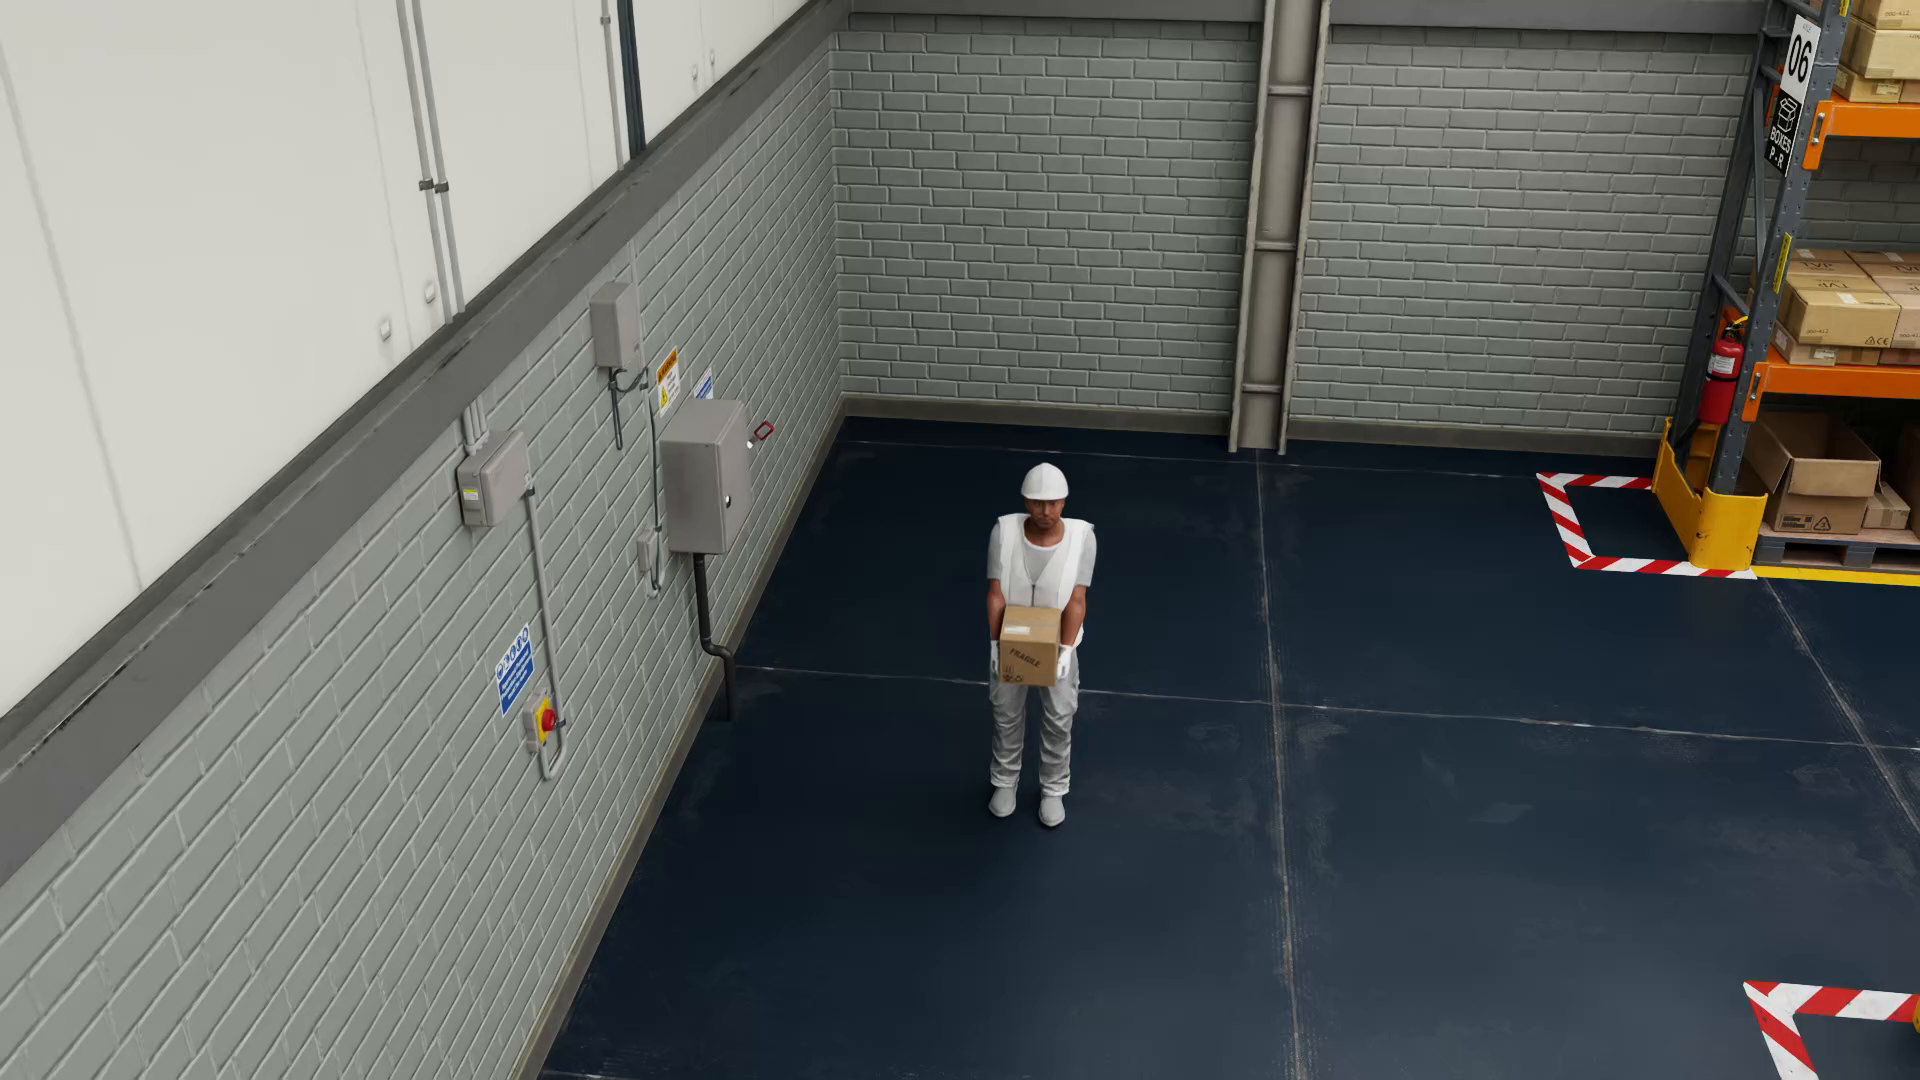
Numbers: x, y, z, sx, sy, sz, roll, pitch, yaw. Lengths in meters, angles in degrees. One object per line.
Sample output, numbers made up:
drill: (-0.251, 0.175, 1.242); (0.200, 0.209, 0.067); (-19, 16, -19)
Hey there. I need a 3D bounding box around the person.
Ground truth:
person: (0.353, 0.522, 7.627); (0.488, 1.780, 0.567); (4, 28, 7)
